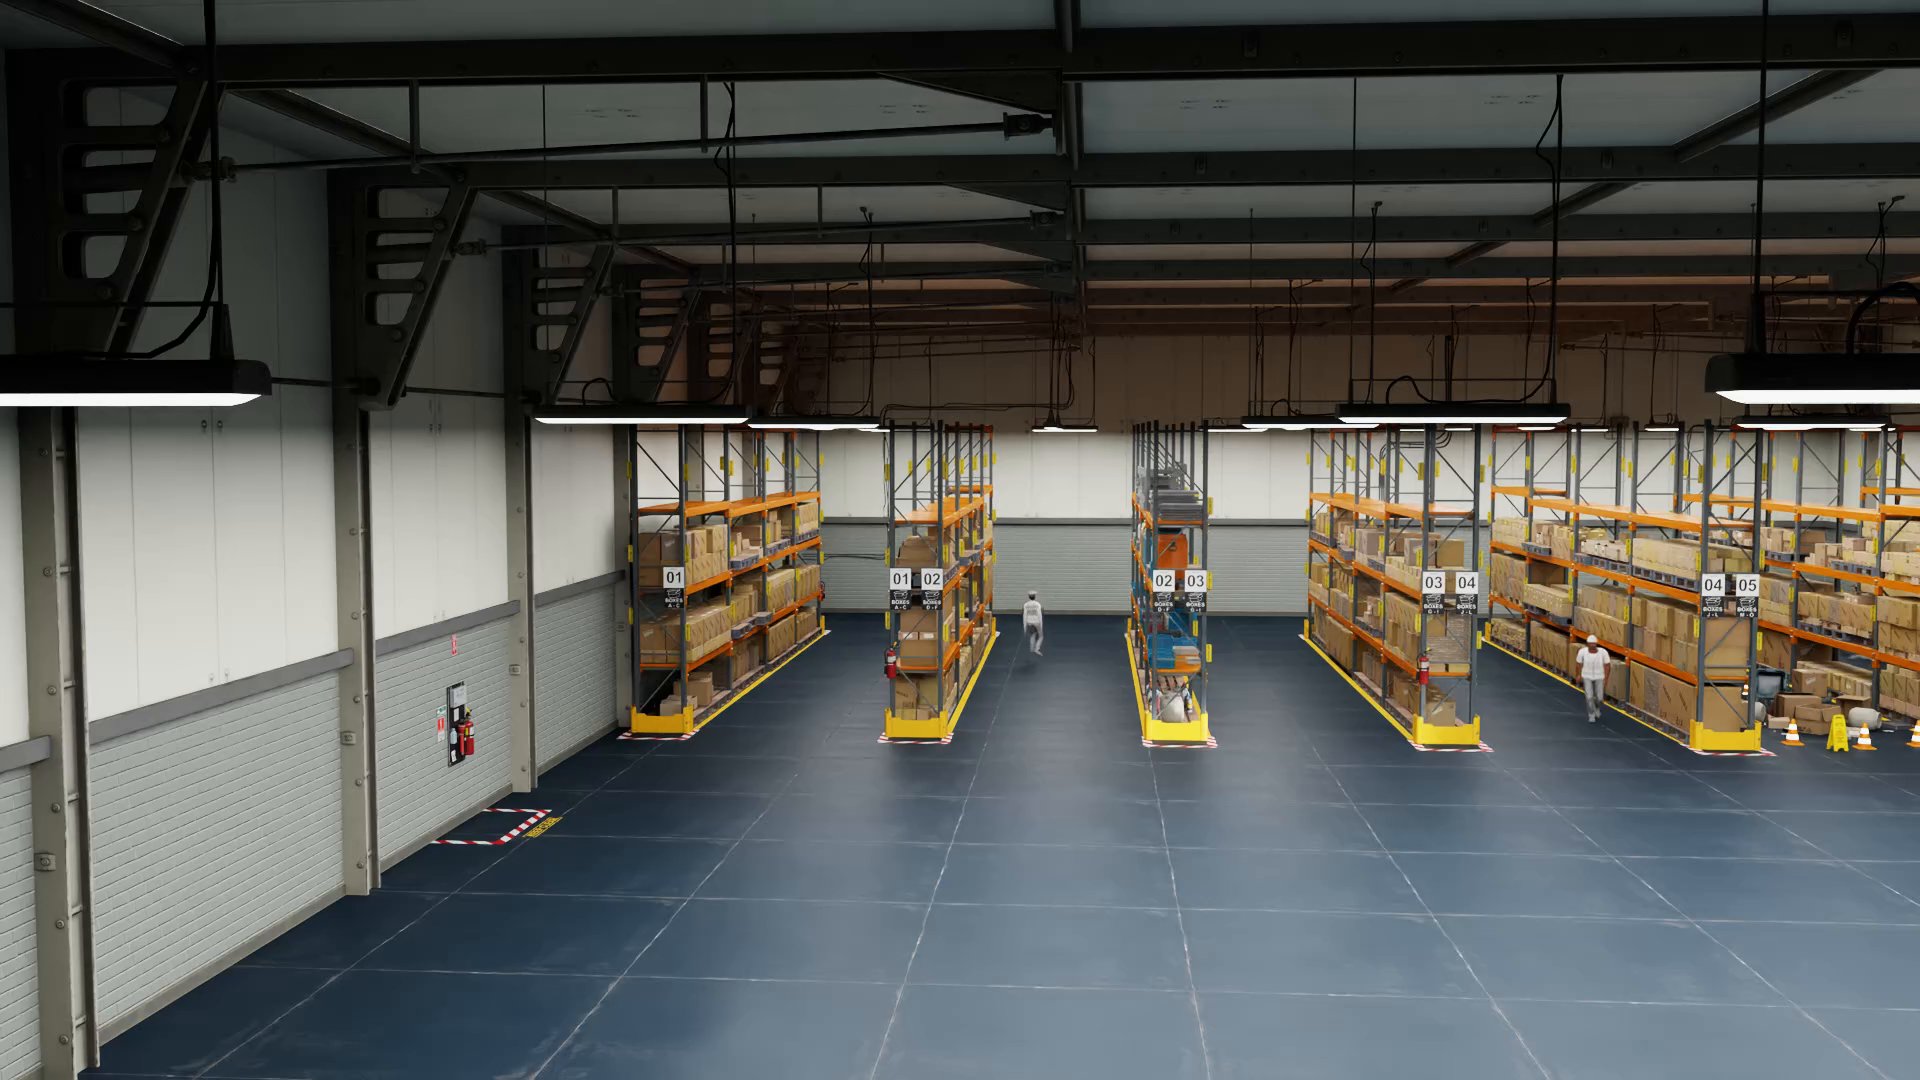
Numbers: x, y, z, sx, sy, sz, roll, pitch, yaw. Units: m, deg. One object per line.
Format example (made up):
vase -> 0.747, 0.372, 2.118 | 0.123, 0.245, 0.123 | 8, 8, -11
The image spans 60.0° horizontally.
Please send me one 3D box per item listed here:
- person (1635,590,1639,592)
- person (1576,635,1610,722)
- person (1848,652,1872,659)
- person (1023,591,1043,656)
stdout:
person -> 18.775, 1.959, 46.585 | 0.552, 1.635, 0.688 | 1, 4, 22
person -> 12.662, 2.752, 33.271 | 0.636, 1.739, 0.667 | 1, 4, 17
person -> 23.029, 2.219, 42.336 | 0.449, 1.678, 0.556 | -1, 4, -20
person -> 1.838, 2.080, 41.529 | 0.529, 1.616, 0.562 | 1, 4, 18
